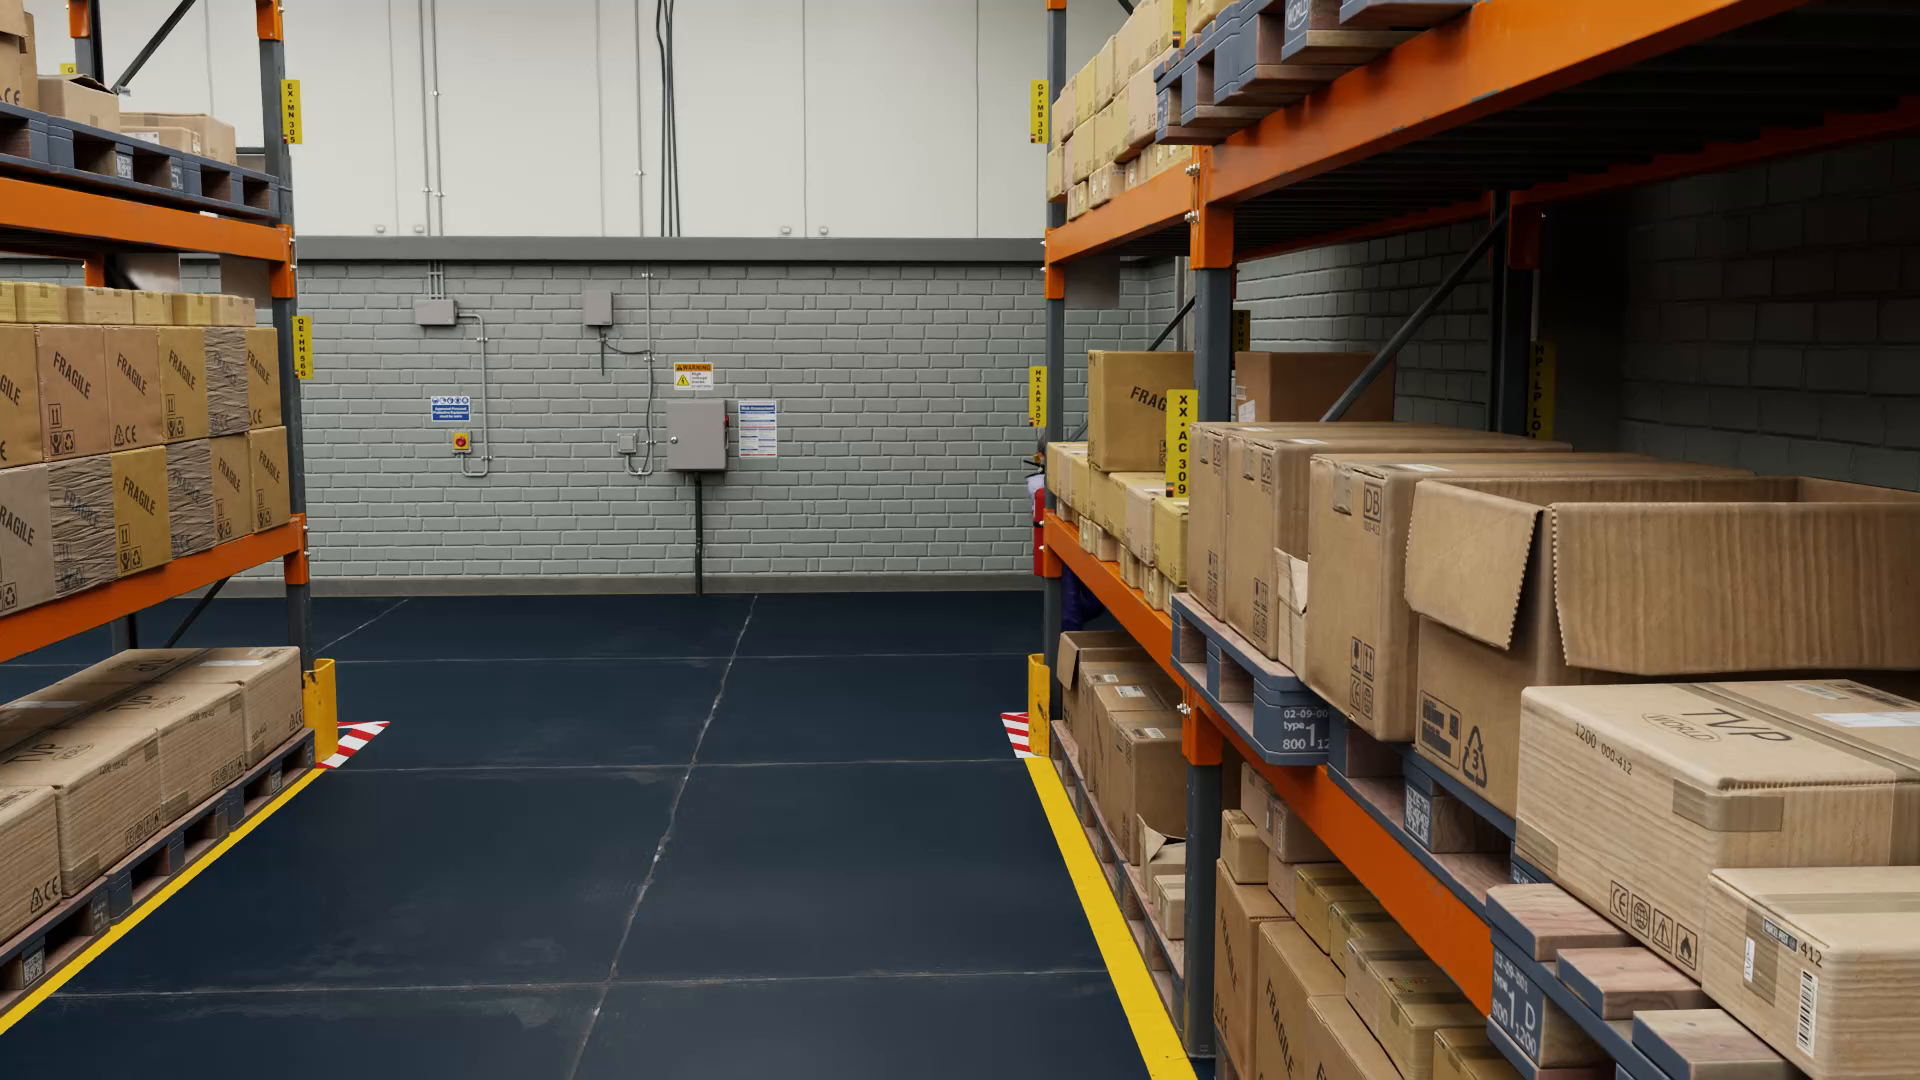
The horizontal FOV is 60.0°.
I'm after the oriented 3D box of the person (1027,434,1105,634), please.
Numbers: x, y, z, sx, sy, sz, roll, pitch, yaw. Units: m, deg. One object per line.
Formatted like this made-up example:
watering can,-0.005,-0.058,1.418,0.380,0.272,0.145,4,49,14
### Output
person,0.763,0.092,11.125,0.717,1.605,0.546,7,10,45
